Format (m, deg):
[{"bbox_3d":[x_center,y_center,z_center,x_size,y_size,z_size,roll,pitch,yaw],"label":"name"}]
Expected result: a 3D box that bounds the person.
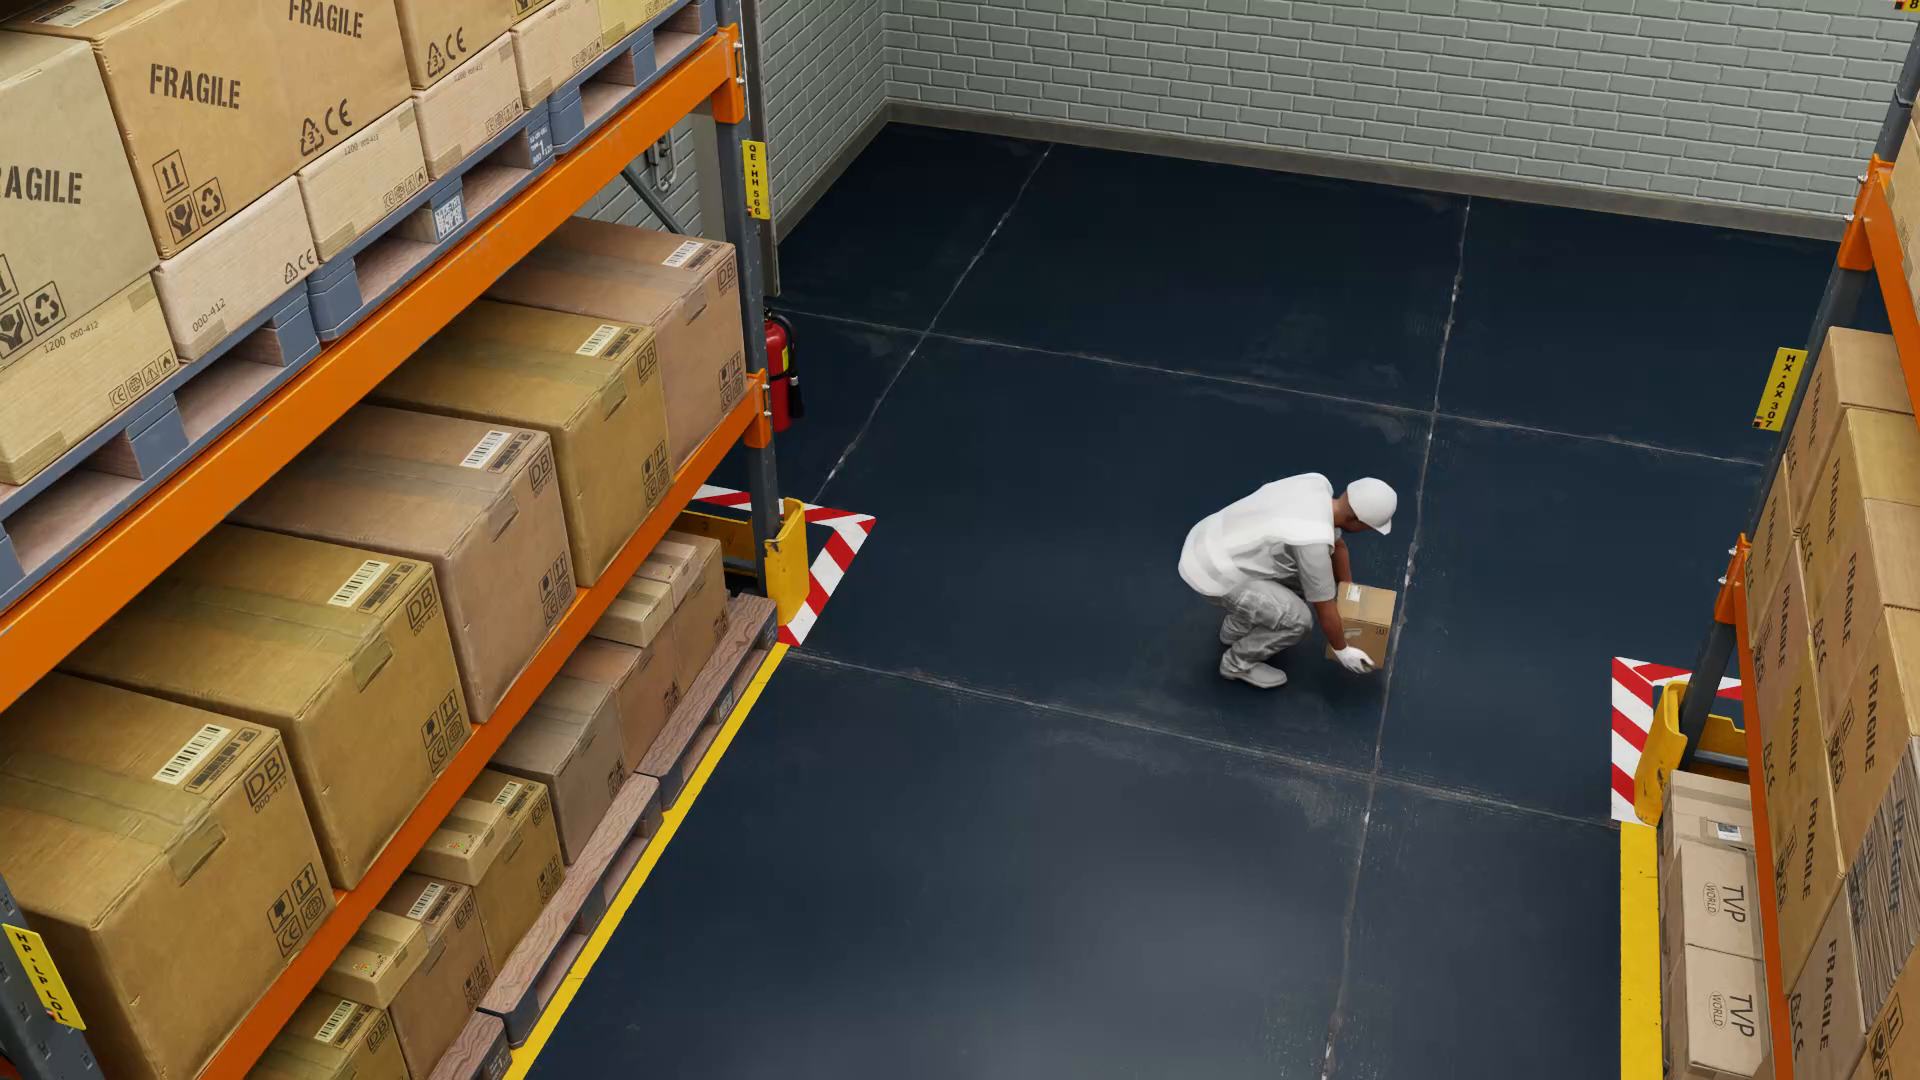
[{"bbox_3d":[1.430,0.130,7.330,0.904,1.038,0.572,10,38,14],"label":"person"}]
